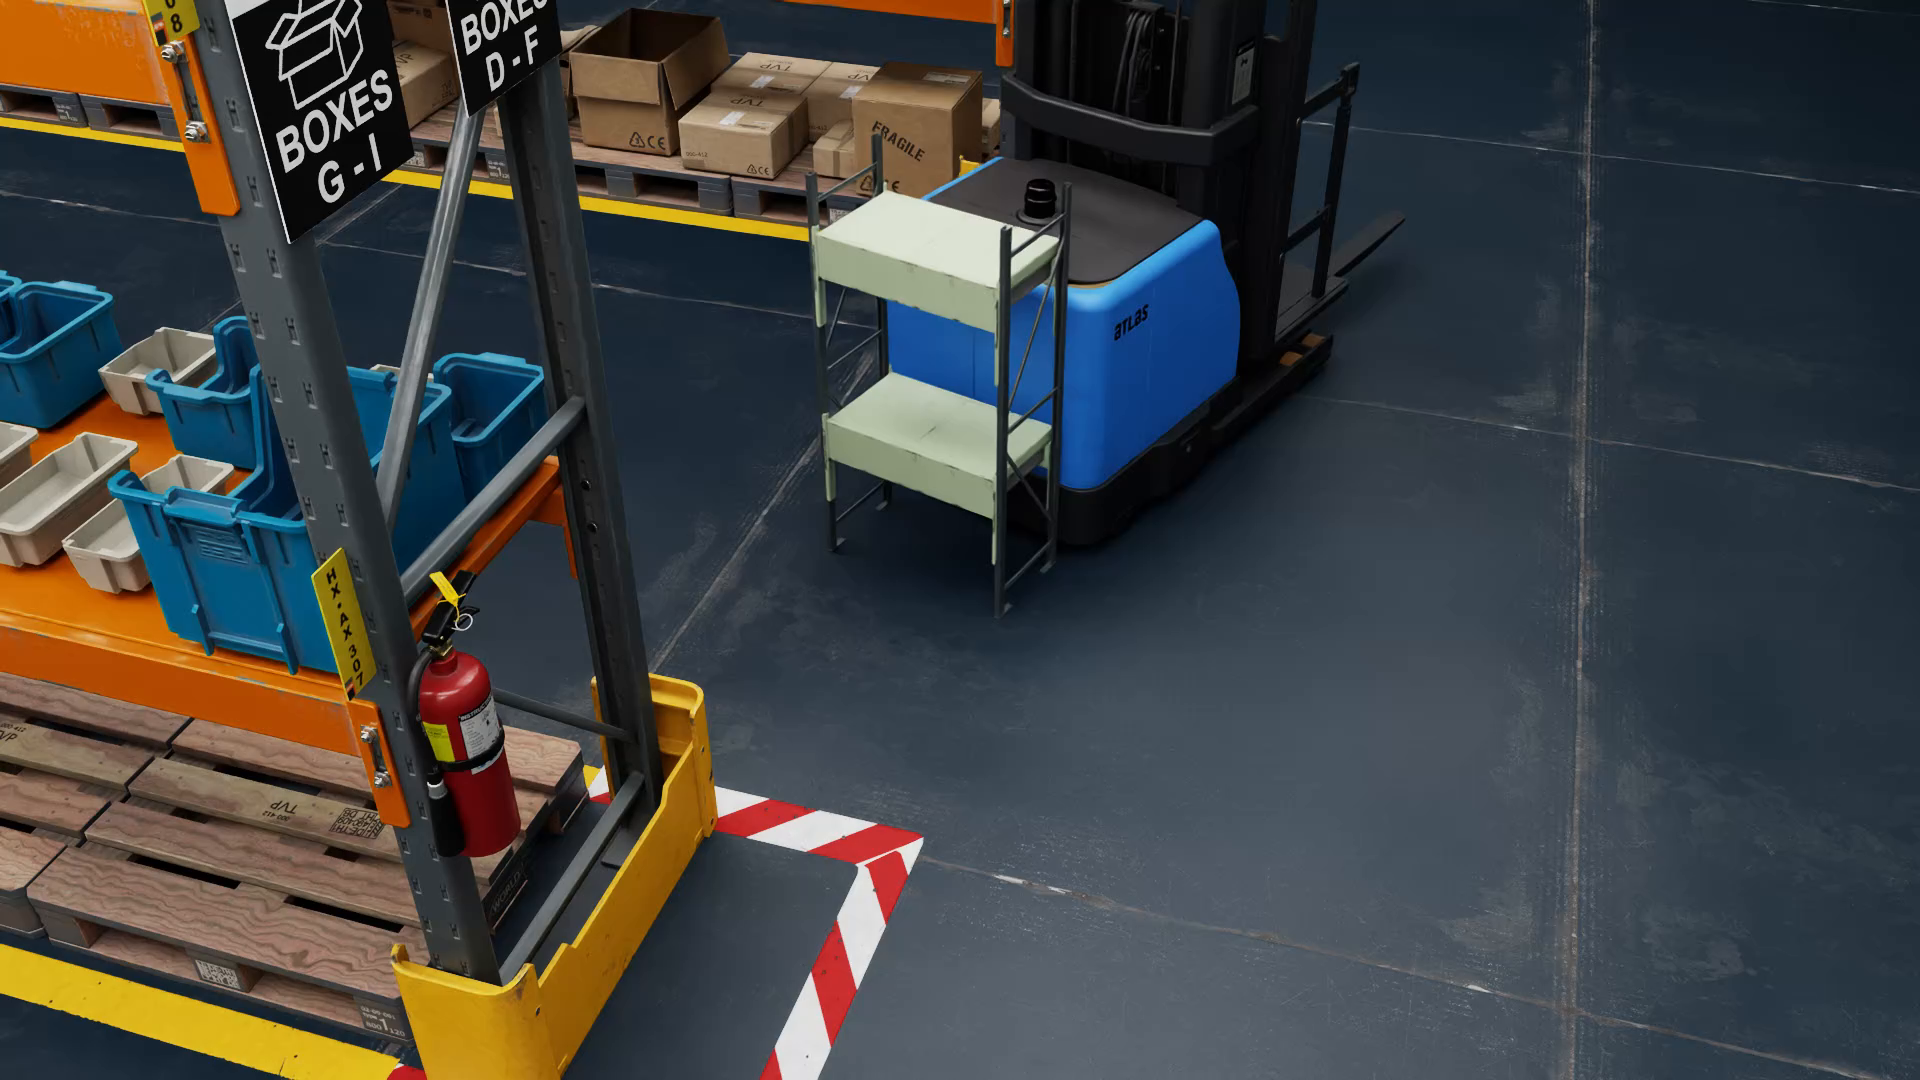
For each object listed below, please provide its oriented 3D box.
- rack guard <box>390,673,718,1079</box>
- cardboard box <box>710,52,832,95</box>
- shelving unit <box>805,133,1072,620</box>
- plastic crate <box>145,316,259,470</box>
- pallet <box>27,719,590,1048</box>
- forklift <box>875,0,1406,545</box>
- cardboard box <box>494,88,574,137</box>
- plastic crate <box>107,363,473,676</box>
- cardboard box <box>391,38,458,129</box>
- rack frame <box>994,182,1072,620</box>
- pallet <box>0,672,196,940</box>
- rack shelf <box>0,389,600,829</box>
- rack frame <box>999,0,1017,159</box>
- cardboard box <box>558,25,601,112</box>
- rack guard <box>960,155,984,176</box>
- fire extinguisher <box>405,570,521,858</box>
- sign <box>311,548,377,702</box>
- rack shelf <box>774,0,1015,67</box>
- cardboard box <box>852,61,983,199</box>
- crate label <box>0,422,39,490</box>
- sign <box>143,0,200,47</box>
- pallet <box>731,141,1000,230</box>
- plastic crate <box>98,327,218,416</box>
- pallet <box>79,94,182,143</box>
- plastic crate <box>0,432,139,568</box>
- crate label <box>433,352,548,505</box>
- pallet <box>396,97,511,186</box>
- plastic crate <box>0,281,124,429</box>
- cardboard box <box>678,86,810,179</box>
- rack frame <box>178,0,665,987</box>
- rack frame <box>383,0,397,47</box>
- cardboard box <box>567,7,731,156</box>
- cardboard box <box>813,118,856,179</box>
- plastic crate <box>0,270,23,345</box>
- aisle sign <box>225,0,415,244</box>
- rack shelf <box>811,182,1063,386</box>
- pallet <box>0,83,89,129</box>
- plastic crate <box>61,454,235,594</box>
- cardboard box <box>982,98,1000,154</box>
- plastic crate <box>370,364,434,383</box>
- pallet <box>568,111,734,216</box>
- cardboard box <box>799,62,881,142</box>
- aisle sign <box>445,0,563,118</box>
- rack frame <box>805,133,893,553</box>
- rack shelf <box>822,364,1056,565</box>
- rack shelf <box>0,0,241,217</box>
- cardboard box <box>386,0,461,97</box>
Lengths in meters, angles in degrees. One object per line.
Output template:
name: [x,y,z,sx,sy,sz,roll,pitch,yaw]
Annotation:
rack guard: [-1.062,0.928,4.567,0.348,0.500,1.175,10,38,14]
cardboard box: [-0.997,-2.380,8.902,0.500,0.250,0.500,10,38,14]
shelving unit: [-0.070,-0.542,5.721,0.755,1.500,0.431,21,41,26]
plastic crate: [-1.854,-0.378,4.324,0.300,0.233,0.416,10,38,14]
pallet: [-1.864,0.880,4.876,1.213,0.211,1.003,10,38,14]
forklift: [0.964,-1.978,6.465,1.130,2.935,3.031,24,43,29]
cardboard box: [-2.261,-2.277,8.832,0.250,0.166,0.380,10,38,14]
plastic crate: [-1.464,-0.067,3.730,0.499,0.435,0.616,10,38,14]
cardboard box: [-3.090,-2.482,8.989,0.500,0.311,0.500,10,38,14]
rack frame: [0.237,-0.424,5.561,0.023,1.500,0.400,21,41,26]
pallet: [-3.025,0.663,5.171,1.213,0.211,1.003,10,38,14]
rack shelf: [-2.998,-0.139,4.515,4.000,0.370,1.077,10,38,14]
rack frame: [0.392,-2.877,7.629,0.127,3.000,1.000,10,38,14]
cardboard box: [-2.082,-2.606,9.157,0.500,0.311,0.500,10,38,14]
rack guard: [0.320,-1.884,8.388,0.348,0.500,1.175,10,38,14]
fire extinguisher: [-1.080,0.390,3.570,0.183,0.674,0.296,10,38,14]
sign: [-1.237,0.173,3.347,0.005,0.325,0.100,10,38,14]
rack shelf: [-1.517,-2.941,8.322,4.000,0.370,1.077,10,38,14]
cardboard box: [-0.200,-2.004,8.180,0.500,0.500,0.500,10,38,14]
crate label: [-2.466,-0.130,4.068,0.243,0.136,0.396,10,38,14]
sign: [-1.237,-0.927,2.537,0.005,0.325,0.100,10,38,14]
pallet: [-0.442,-1.908,8.664,1.213,0.211,1.003,10,38,14]
plastic crate: [-2.155,-0.447,4.498,0.298,0.136,0.250,10,38,14]
pallet: [-4.214,-2.584,9.582,1.213,0.211,1.003,10,38,14]
plastic crate: [-2.193,-0.094,4.020,0.243,0.136,0.396,10,38,14]
crate label: [-1.226,-0.262,4.166,0.303,0.233,0.416,10,38,14]
pallet: [-2.771,-2.339,9.250,1.213,0.211,1.003,10,38,14]
plastic crate: [-2.483,-0.495,4.482,0.300,0.233,0.416,10,38,14]
cardboard box: [-1.098,-2.089,8.506,0.500,0.250,0.500,10,38,14]
rack frame: [-1.089,-0.075,3.822,0.127,3.000,1.000,10,38,14]
rack frame: [-3.426,-3.584,8.589,0.127,3.000,1.000,10,38,14]
cardboard box: [-1.631,-2.427,8.752,0.637,0.503,0.797,10,38,14]
cardboard box: [-0.560,-1.993,8.446,0.250,0.166,0.380,10,38,14]
plastic crate: [-2.769,-0.548,4.554,0.300,0.233,0.416,10,38,14]
aisle sign: [-1.107,-0.944,2.809,0.004,0.787,0.394,10,38,14]
rack shelf: [-0.070,-0.856,5.490,0.720,0.370,0.431,21,41,26]
pallet: [-5.382,-2.798,9.874,1.213,0.211,1.003,10,38,14]
plastic crate: [-1.921,-0.035,3.939,0.243,0.136,0.396,10,38,14]
cardboard box: [0.095,-2.175,8.708,0.250,0.149,0.380,10,38,14]
plastic crate: [-1.507,-0.327,4.335,0.298,0.136,0.250,10,38,14]
pallet: [-1.602,-2.125,8.959,1.213,0.211,1.003,10,38,14]
cardboard box: [-0.520,-2.292,8.782,0.500,0.250,0.500,10,38,14]
aisle sign: [-0.931,-1.278,3.262,0.004,0.787,0.394,10,38,14]
rack frame: [-0.378,-0.660,5.881,0.023,1.500,0.400,21,41,26]
rack shelf: [-0.070,-0.280,5.914,0.720,0.370,0.431,21,41,26]
rack shelf: [-2.998,-1.347,3.626,4.000,0.370,1.077,10,38,14]
cardboard box: [-2.798,-2.815,9.281,0.500,0.500,0.500,10,38,14]
